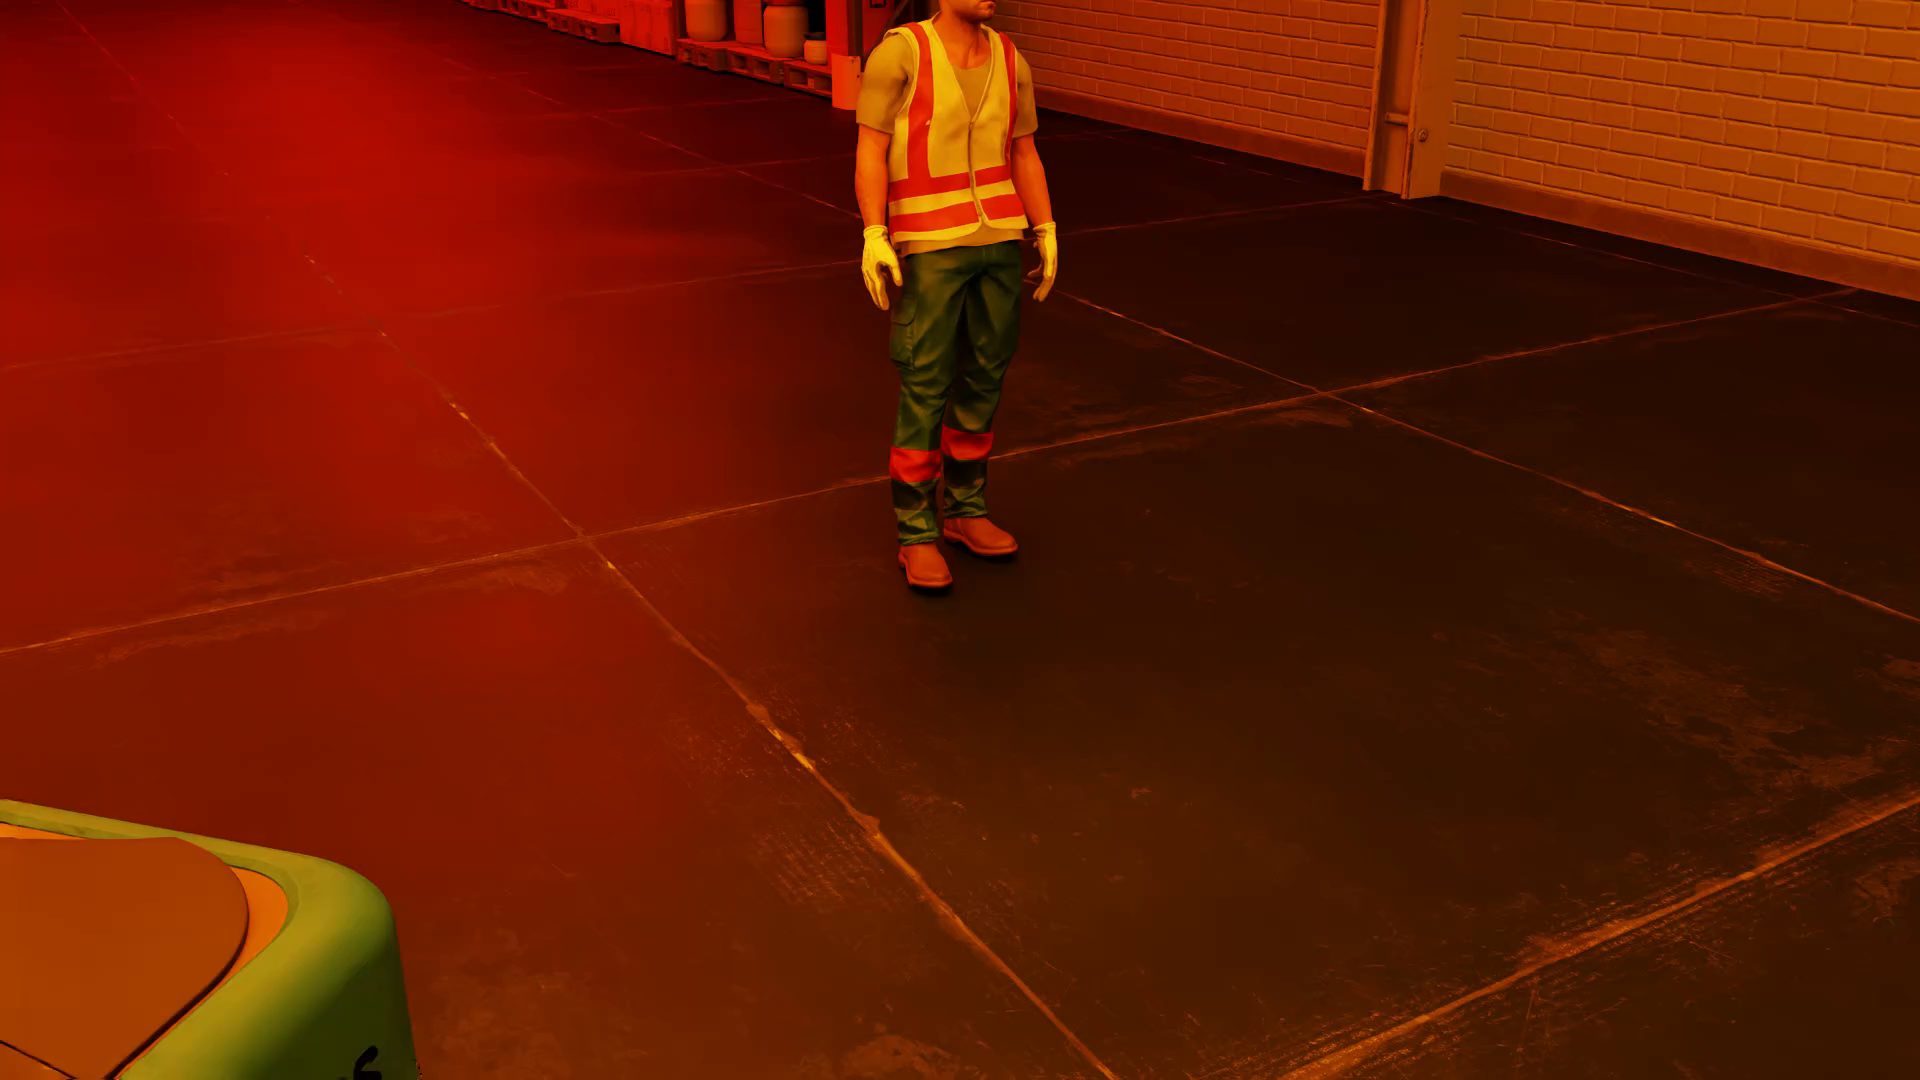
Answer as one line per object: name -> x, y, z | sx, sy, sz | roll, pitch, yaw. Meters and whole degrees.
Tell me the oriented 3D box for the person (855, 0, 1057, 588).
person -> 0.030, -0.806, 4.722 | 0.637, 1.790, 0.562 | -12, 25, -28
